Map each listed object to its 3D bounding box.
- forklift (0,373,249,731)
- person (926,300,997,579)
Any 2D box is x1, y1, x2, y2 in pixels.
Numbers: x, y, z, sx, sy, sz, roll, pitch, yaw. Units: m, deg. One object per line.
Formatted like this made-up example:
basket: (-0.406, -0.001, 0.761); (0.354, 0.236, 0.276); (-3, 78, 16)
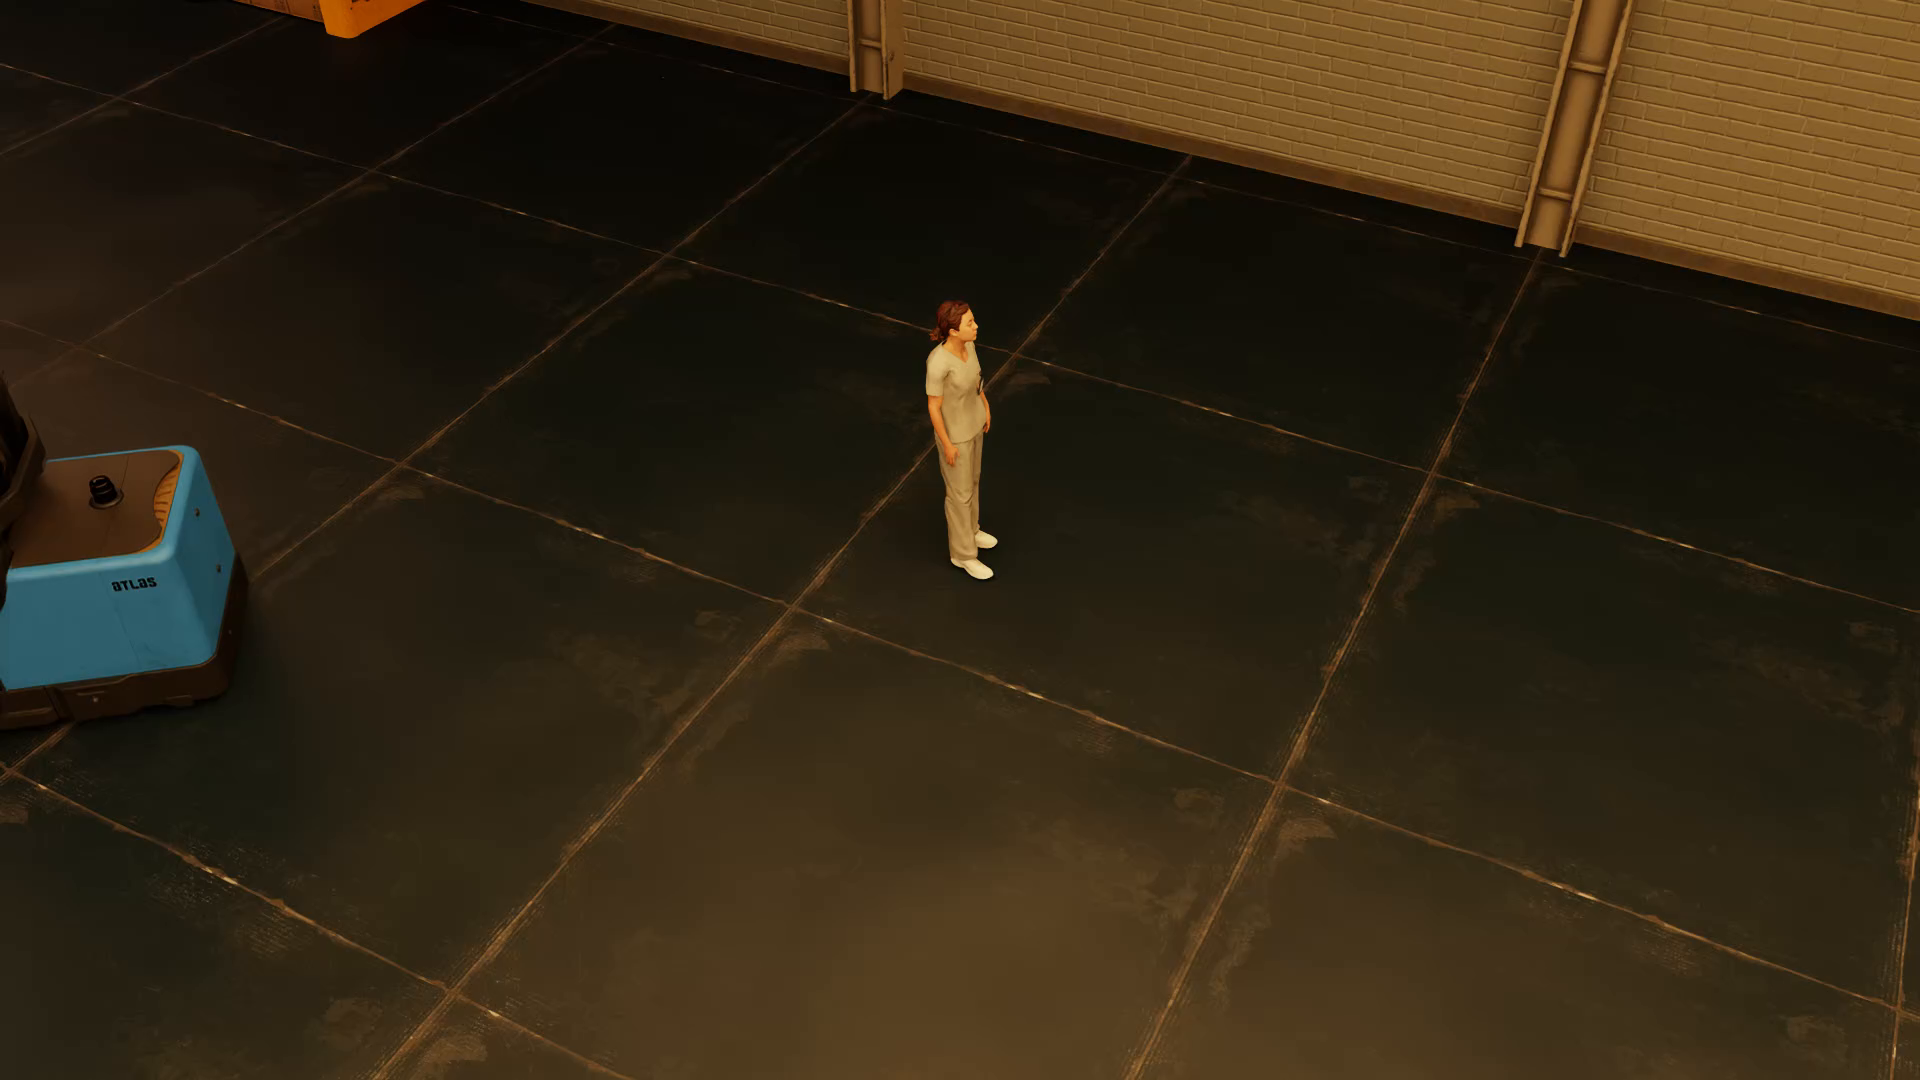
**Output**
forklift: (-5.611, -0.349, 8.401); (3.031, 2.935, 1.130); (-7, 41, -9)
person: (0.060, -0.617, 9.682); (0.548, 1.673, 0.549); (18, 43, 21)
